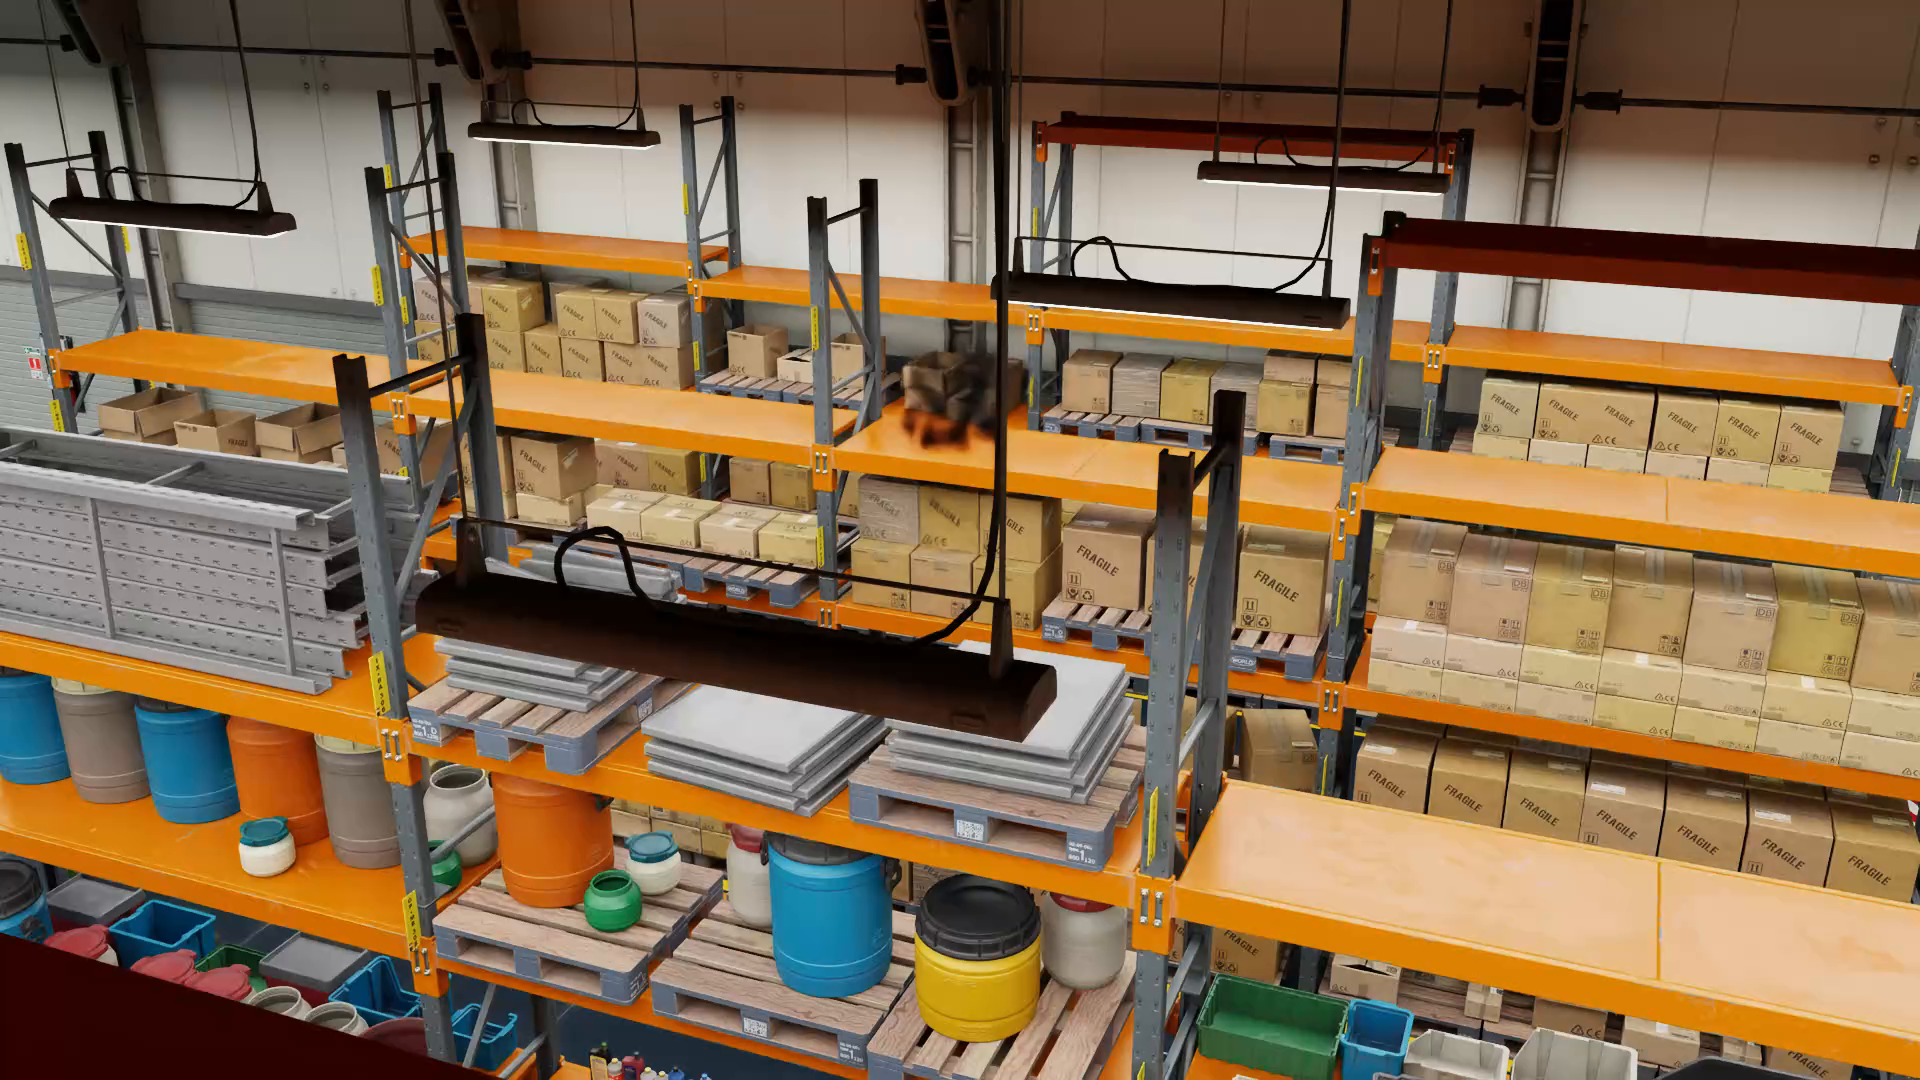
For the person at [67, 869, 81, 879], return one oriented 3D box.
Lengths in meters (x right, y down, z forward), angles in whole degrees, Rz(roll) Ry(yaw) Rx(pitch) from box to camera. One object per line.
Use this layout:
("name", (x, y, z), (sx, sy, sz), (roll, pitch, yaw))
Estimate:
("person", (-6.962, 2.497, 13.333), (0.805, 1.796, 0.643), (5, 21, 13))
